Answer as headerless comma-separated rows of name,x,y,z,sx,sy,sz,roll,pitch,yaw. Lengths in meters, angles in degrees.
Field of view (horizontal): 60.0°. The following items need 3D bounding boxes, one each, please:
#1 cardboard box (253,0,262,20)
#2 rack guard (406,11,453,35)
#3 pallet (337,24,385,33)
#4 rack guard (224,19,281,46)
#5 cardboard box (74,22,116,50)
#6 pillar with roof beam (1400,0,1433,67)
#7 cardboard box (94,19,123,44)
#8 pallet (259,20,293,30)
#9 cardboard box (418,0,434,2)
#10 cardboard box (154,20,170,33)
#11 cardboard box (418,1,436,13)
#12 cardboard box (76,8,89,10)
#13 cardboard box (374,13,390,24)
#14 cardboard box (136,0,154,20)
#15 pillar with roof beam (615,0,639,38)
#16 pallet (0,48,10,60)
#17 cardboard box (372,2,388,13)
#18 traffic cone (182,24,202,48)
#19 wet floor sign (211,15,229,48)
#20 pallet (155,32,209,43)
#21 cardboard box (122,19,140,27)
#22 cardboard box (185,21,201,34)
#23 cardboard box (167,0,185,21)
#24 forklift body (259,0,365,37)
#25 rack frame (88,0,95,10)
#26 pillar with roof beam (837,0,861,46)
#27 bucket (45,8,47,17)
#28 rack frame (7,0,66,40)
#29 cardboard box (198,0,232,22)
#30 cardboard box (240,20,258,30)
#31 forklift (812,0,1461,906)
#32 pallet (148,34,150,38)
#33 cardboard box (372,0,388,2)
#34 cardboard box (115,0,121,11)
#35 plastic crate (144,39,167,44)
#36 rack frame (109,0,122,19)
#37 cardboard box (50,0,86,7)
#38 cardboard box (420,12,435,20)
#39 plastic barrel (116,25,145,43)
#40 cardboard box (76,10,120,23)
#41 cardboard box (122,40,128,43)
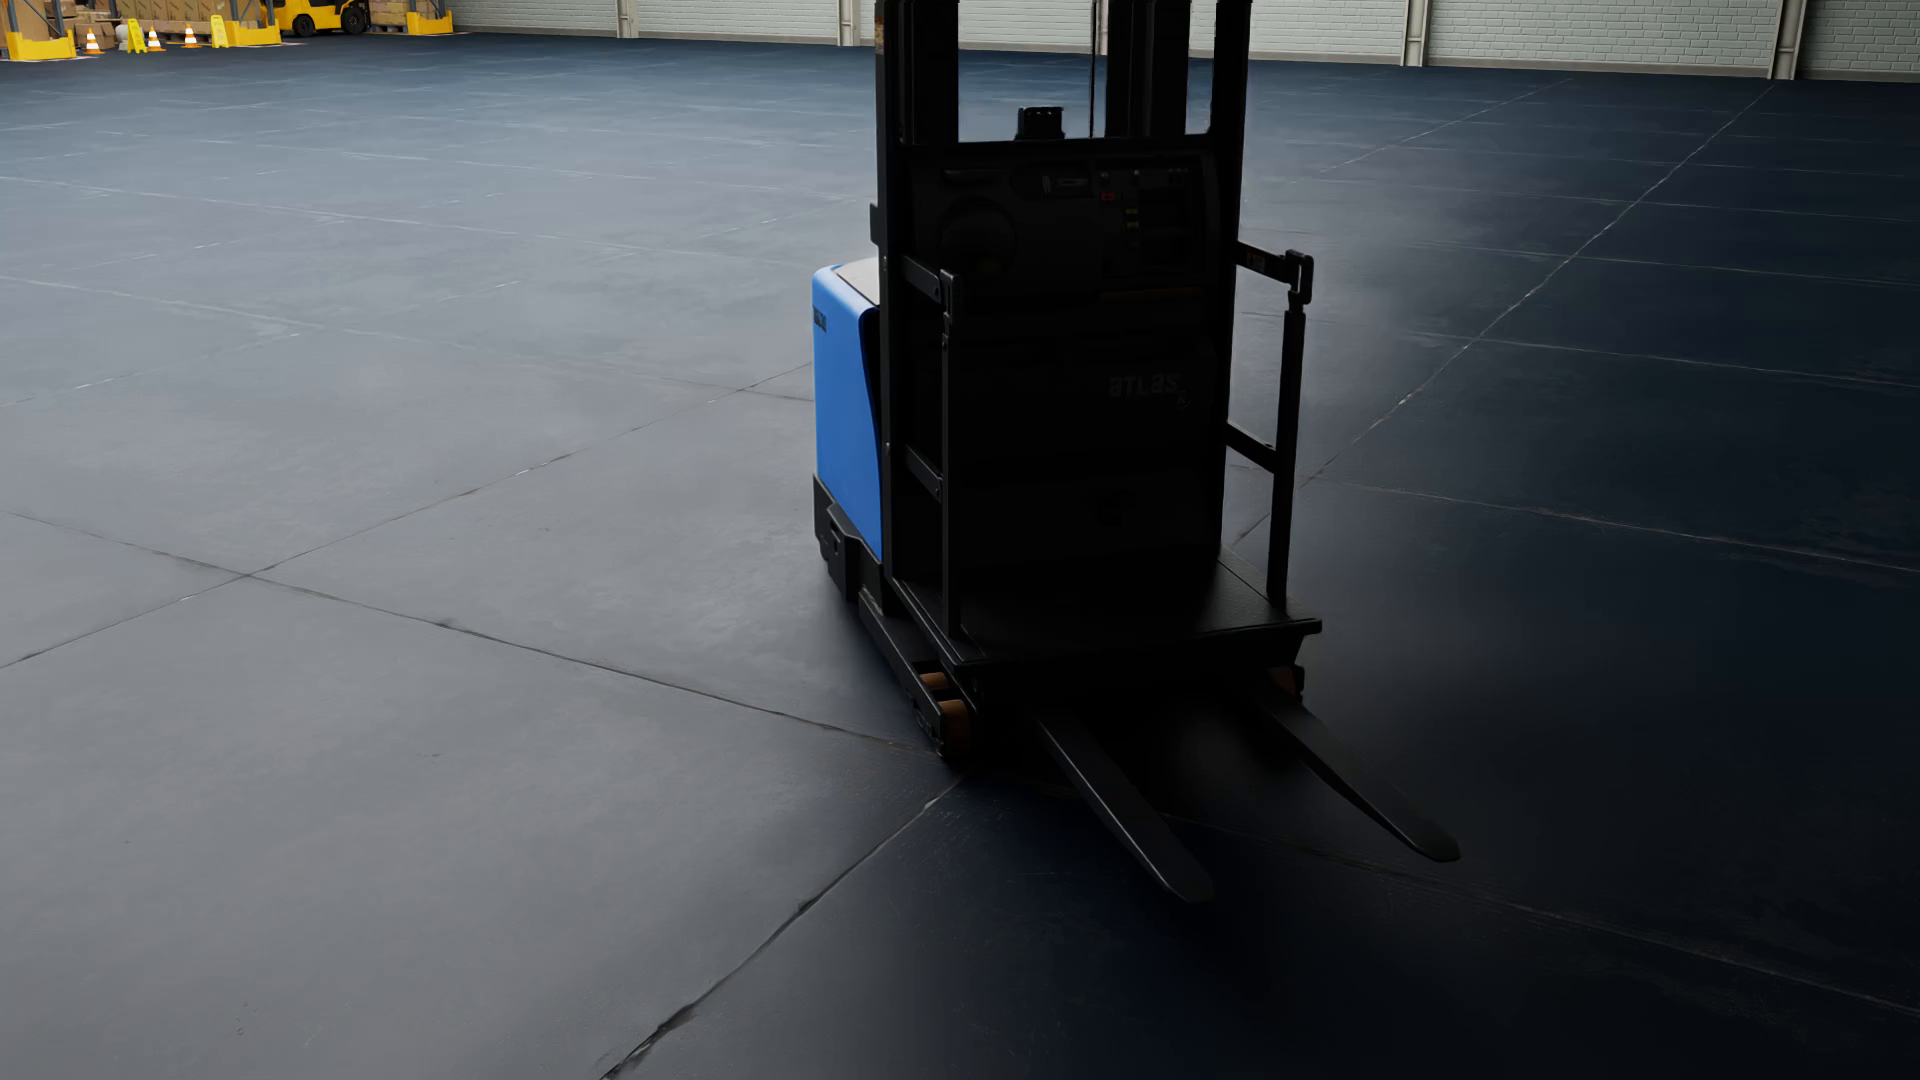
cardboard box,-17.286,-13.481,41.997,0.625,0.625,0.875,11,22,27
rack guard,-12.639,-12.341,39.653,0.348,0.500,1.175,11,23,27
pallet,-14.409,-12.527,40.590,1.213,0.211,1.003,11,23,27
rack guard,-15.143,-10.879,35.623,0.348,0.500,1.175,11,23,27
cardboard box,-17.845,-10.406,34.315,0.637,0.503,0.797,-4,20,-10
pillar with roof beam,6.025,-11.451,24.737,0.400,9.000,9.100,11,23,27
cardboard box,-18.297,-10.950,35.814,0.500,0.500,0.500,-7,21,-20
pallet,-16.814,-12.985,41.853,1.213,0.211,1.003,11,23,27
cardboard box,-12.987,-13.031,39.840,0.500,0.250,0.500,10,22,26
cardboard box,-17.250,-11.260,36.425,0.500,0.250,0.500,10,22,27
cardboard box,-12.969,-12.800,39.936,0.500,0.250,0.500,11,23,28
cardboard box,-23.766,-14.378,45.168,0.250,0.149,0.380,10,22,26
cardboard box,-13.653,-12.494,39.827,0.500,0.250,0.500,11,23,27
cardboard box,-17.713,-11.700,36.538,0.500,0.500,0.500,12,23,29
pillar with roof beam,-9.689,-14.445,32.990,0.400,9.000,9.100,11,23,27
pallet,-18.139,-9.350,31.831,1.213,0.211,1.003,11,23,27
cardboard box,-13.670,-12.734,39.755,0.500,0.250,0.500,11,22,27
traffic cone,-16.082,-10.536,34.733,0.334,0.463,0.336,11,23,27
wet floor sign,-15.433,-10.585,34.598,0.267,0.644,0.232,-16,26,-38
pallet,-16.896,-11.092,36.634,1.213,0.211,1.003,11,23,27
cardboard box,-18.186,-11.433,36.901,0.500,0.250,0.500,10,22,25
cardboard box,-16.362,-11.089,35.953,0.500,0.250,0.500,11,23,27
cardboard box,-16.798,-11.526,36.058,0.500,0.500,0.500,10,22,26
forklift body,-15.205,-12.893,38.754,1.214,2.155,2.313,11,23,27
rack frame,-23.136,-15.515,44.739,0.127,3.000,1.000,11,23,27
pillar with roof beam,-4.451,-13.447,30.239,0.400,9.000,9.100,11,23,27
bucket,-19.652,-11.056,35.016,0.726,0.611,0.620,-16,16,-38
rack frame,-17.403,-10.551,31.053,0.127,3.000,1.000,11,23,27
cardboard box,-15.904,-11.355,35.585,0.500,0.500,0.500,11,23,28
cardboard box,-15.647,-11.163,36.156,0.500,0.250,0.500,11,22,27
forklift,0.373,-0.916,4.591,1.130,2.935,3.031,-6,21,-16
pallet,-19.250,-11.525,37.827,1.213,0.211,1.003,11,23,27
cardboard box,-13.662,-12.962,39.649,0.500,0.250,0.500,11,23,28
cardboard box,-22.354,-14.305,44.451,0.500,0.500,0.500,10,22,27
plastic crate,-17.598,-10.829,36.101,0.583,0.080,0.402,3,20,9
rack frame,-18.569,-12.707,36.996,0.127,3.000,1.000,11,23,27
cardboard box,-24.507,-14.747,45.670,0.500,0.500,0.700,10,22,25
cardboard box,-12.993,-12.565,40.021,0.500,0.250,0.500,11,23,28
plastic barrel,-17.619,-10.723,35.306,0.512,0.421,0.421,-7,21,-20
cardboard box,-19.658,-11.874,37.938,0.625,0.372,0.950,12,23,31
cardboard box,-17.206,-10.318,34.591,0.380,0.149,0.250,-11,23,-29
